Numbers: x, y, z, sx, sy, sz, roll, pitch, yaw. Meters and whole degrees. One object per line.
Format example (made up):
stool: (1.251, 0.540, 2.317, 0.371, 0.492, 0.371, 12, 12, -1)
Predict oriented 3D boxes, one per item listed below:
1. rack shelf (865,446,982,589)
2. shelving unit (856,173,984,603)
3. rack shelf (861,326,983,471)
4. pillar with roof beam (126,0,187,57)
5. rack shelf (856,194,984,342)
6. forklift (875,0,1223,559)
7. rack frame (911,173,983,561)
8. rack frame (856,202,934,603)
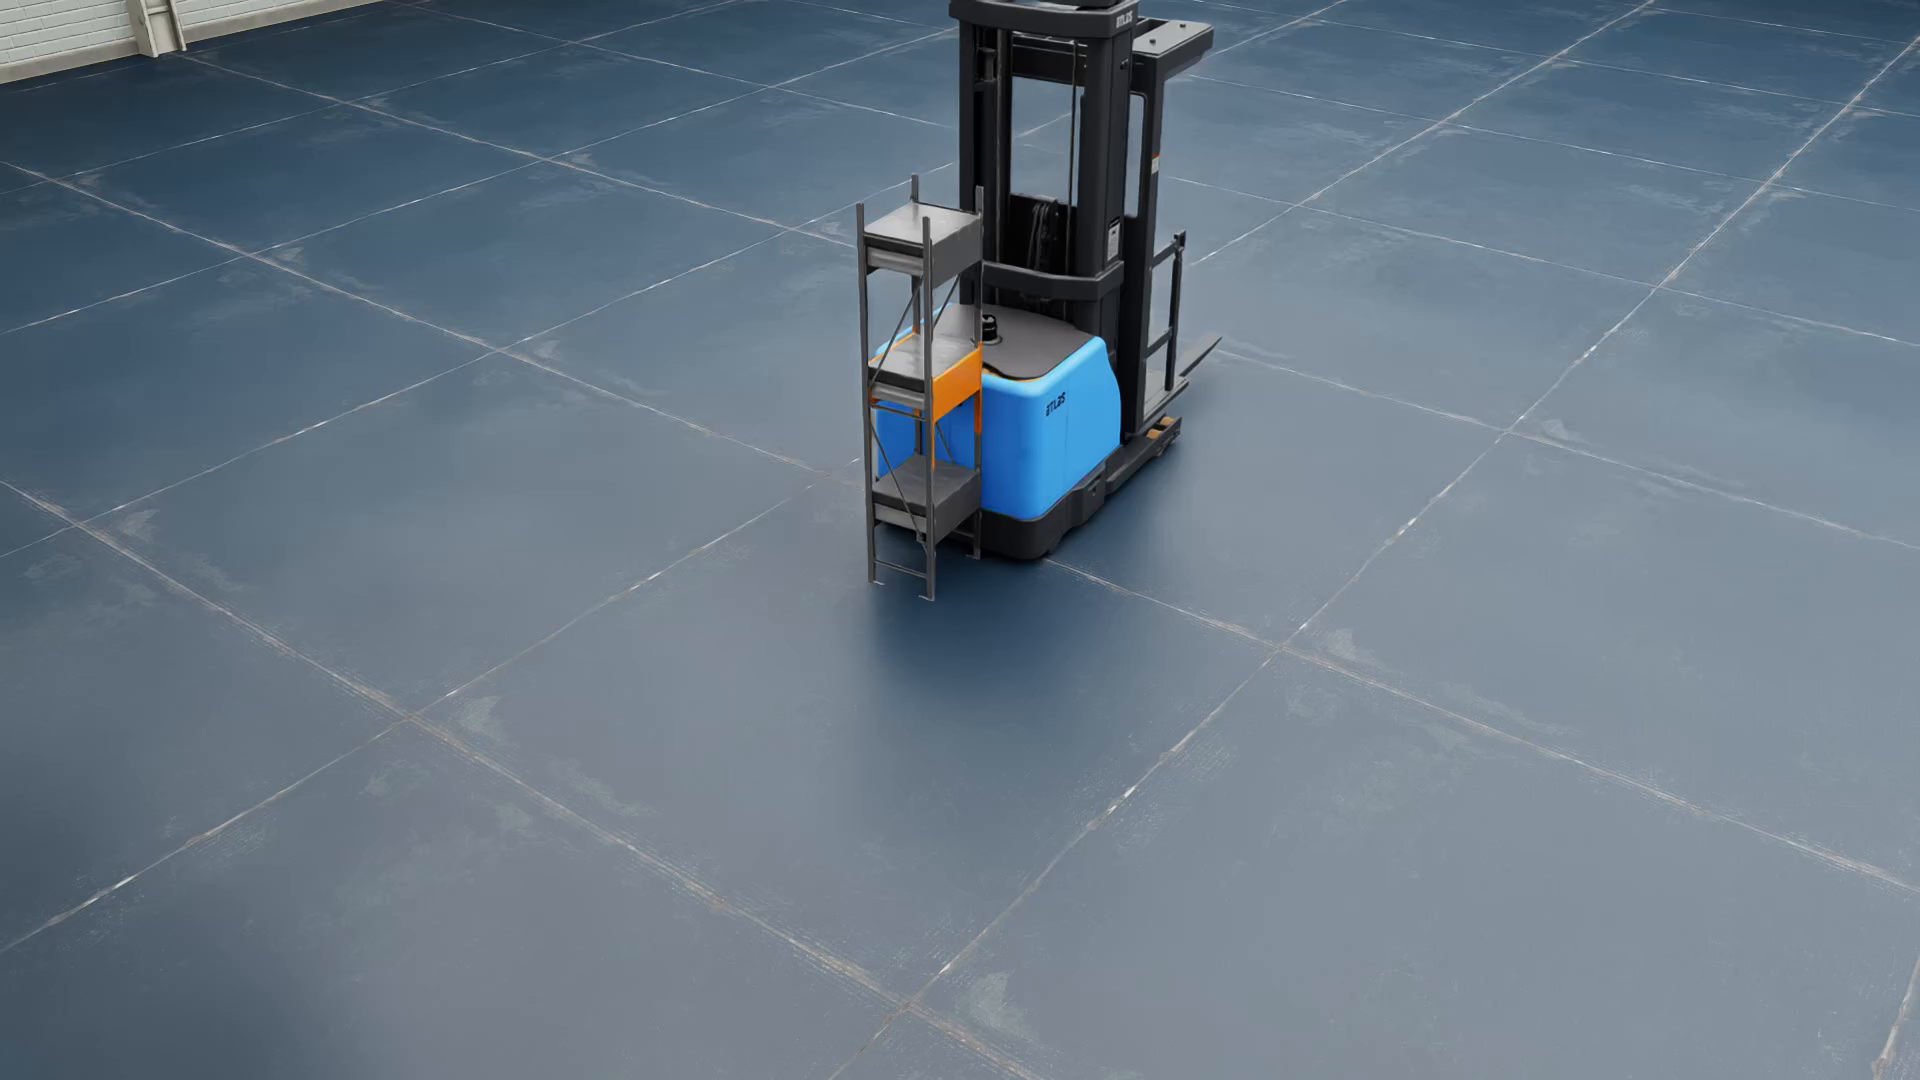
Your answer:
rack shelf: (-0.187, -0.123, 8.797, 0.431, 0.518, 0.480, 17, 34, 26)
shelving unit: (-0.188, -0.737, 8.434, 0.431, 2.100, 0.503, 17, 34, 26)
rack shelf: (-0.188, -0.725, 8.441, 0.431, 0.518, 0.480, 17, 34, 26)
pillar with roof beam: (-5.362, -7.936, 13.815, 9.100, 9.000, 0.400, 21, 37, 31)
rack shelf: (-0.188, -1.327, 8.084, 0.431, 0.518, 0.480, 17, 34, 26)
forklift: (0.708, -1.875, 9.539, 1.130, 2.935, 3.031, 17, 34, 26)
rack frame: (-0.064, -0.844, 8.615, 0.400, 2.100, 0.015, 17, 34, 26)
rack frame: (-0.311, -0.629, 8.253, 0.400, 2.100, 0.015, 17, 34, 26)
